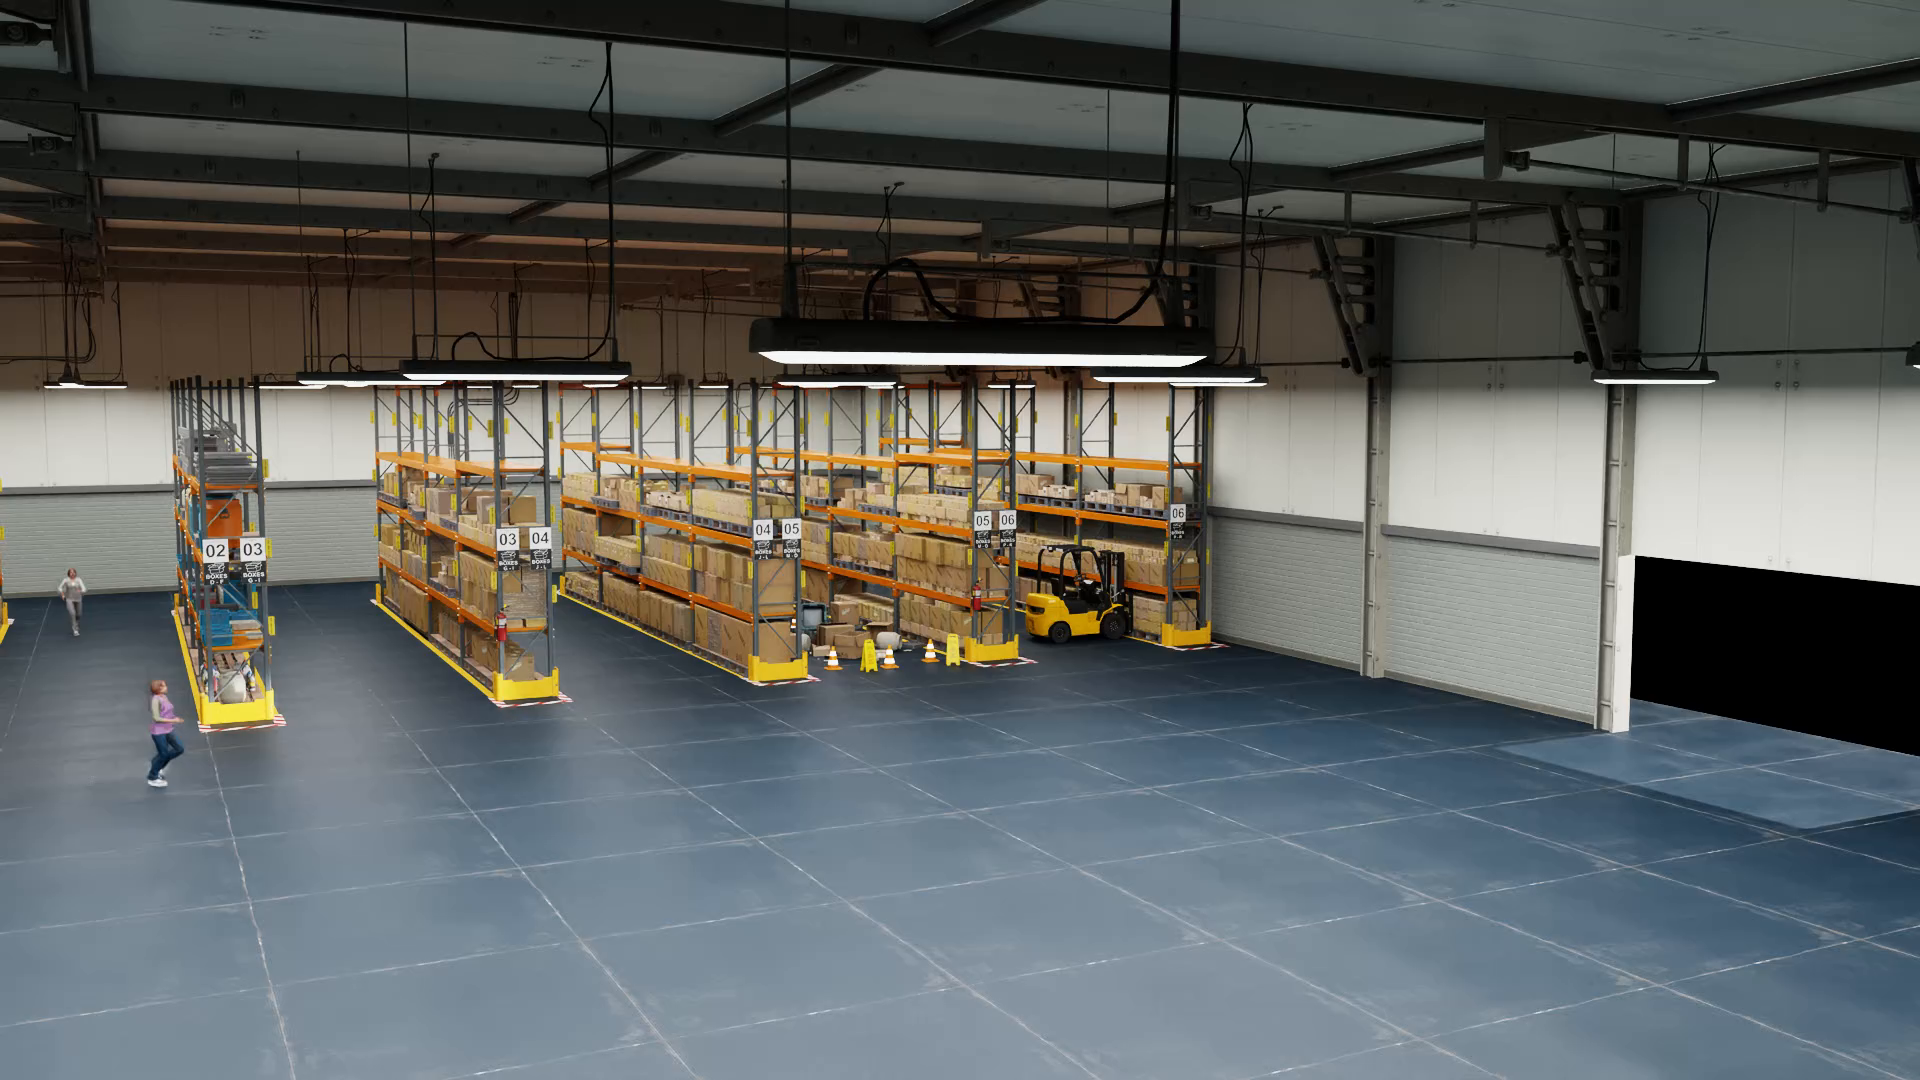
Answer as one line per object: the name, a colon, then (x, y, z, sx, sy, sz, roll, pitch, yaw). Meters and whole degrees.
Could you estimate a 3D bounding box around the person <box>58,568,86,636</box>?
person: (-20.882, 1.443, 39.155, 0.545, 1.573, 0.857, -4, 7, -39)

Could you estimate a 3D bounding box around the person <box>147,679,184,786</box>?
person: (-11.550, 2.792, 24.164, 0.563, 1.563, 0.522, 0, 5, -4)
